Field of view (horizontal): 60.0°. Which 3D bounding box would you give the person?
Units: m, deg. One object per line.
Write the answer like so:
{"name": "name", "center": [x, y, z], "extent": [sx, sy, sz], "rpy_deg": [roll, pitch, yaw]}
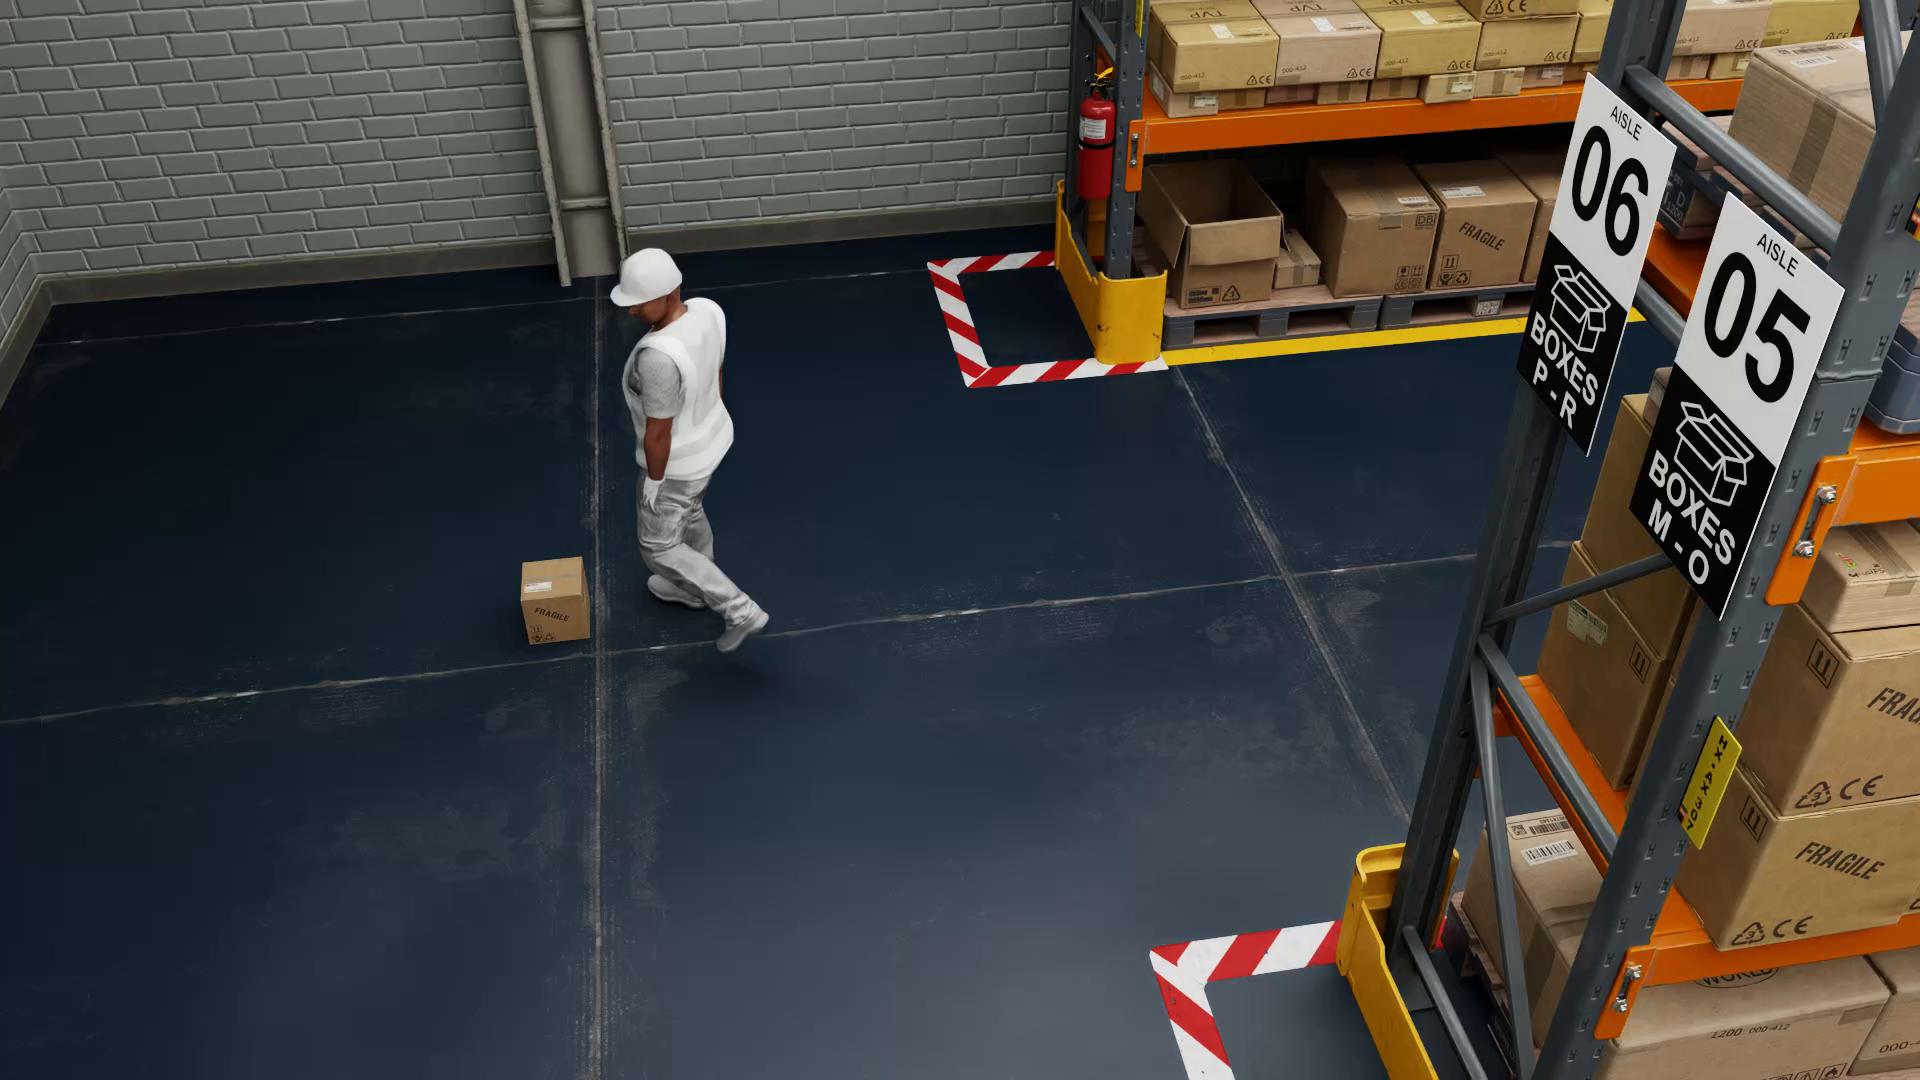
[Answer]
{"name": "person", "center": [-1.058, -0.346, 6.562], "extent": [0.737, 1.770, 0.600], "rpy_deg": [12, 40, 15]}
